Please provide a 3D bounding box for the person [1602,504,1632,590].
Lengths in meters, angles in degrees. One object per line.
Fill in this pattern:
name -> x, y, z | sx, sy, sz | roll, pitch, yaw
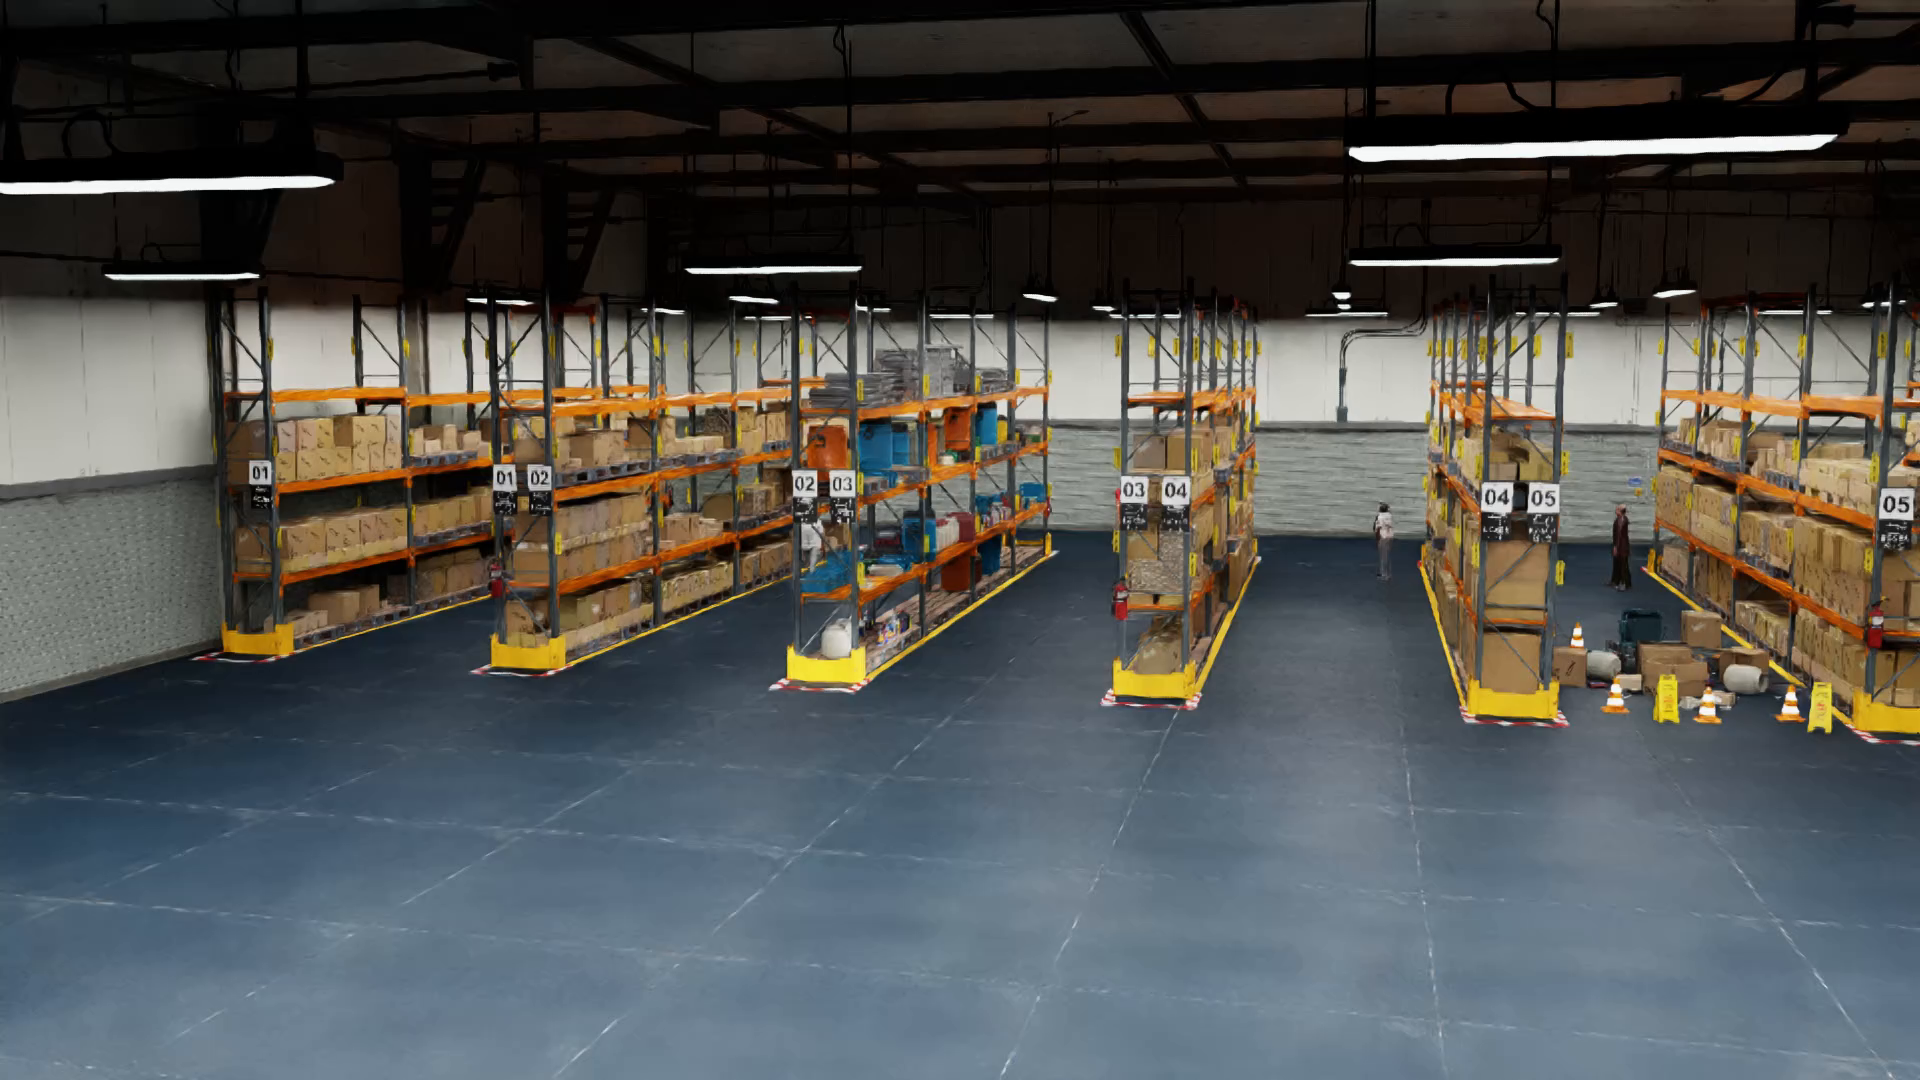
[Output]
person -> 13.725, 0.122, 34.653 | 0.631, 1.773, 0.696 | 3, 7, 26

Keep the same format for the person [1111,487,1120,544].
person -> 4.266, -0.768, 42.715 | 0.772, 1.719, 0.587 | -5, 8, -37

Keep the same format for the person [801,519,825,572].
person -> -3.183, 0.126, 35.096 | 0.573, 1.687, 1.121 | 2, 7, 15

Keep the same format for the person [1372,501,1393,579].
person -> 9.242, -0.011, 36.358 | 0.538, 1.664, 0.574 | 6, 9, 42
